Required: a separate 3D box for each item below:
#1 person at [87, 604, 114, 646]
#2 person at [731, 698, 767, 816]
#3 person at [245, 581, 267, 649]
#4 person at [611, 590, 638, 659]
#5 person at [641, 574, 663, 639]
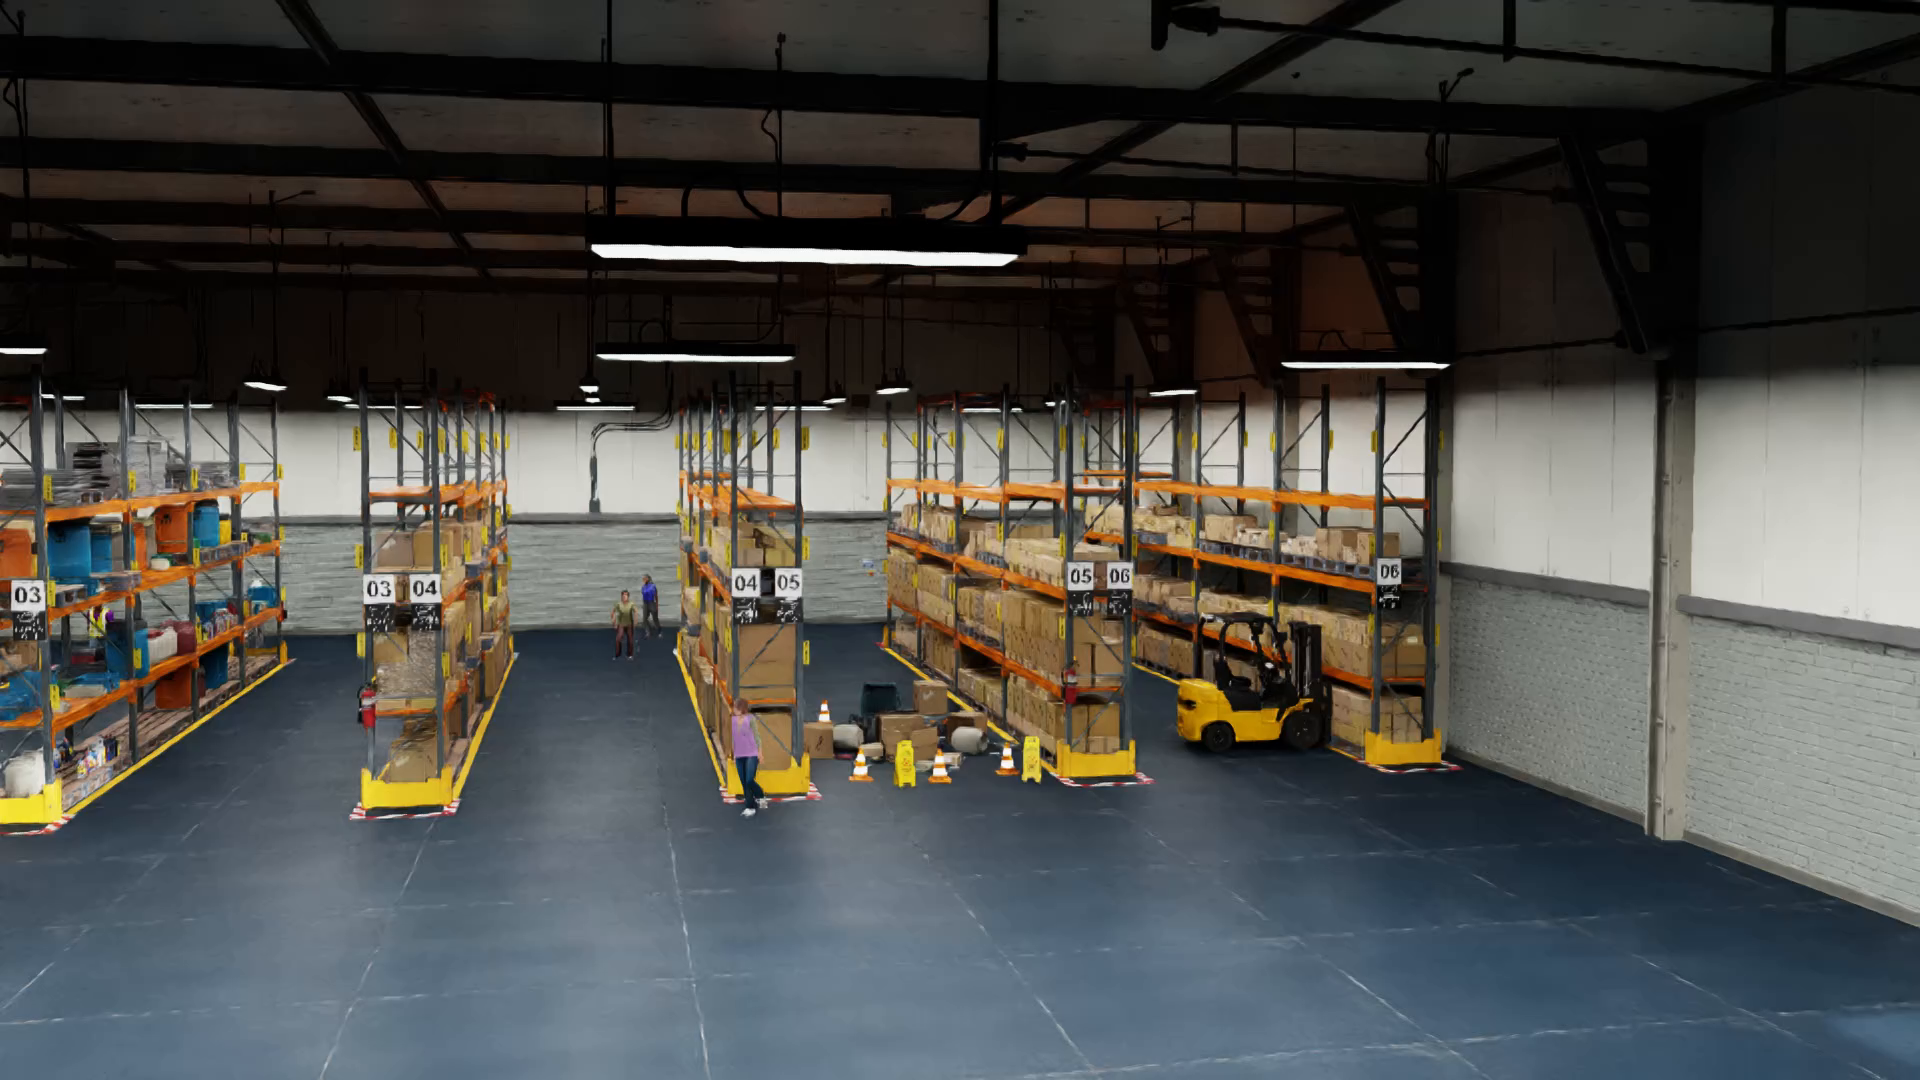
[{"bbox_3d":[-18.314,2.038,35.434,0.591,1.716,1.042,-1,3,-13],"label":"person"},{"bbox_3d":[-2.835,2.883,22.194,0.455,1.587,0.434,2,4,27],"label":"person"},{"bbox_3d":[-16.457,1.827,38.639,0.480,1.764,0.721,2,4,30],"label":"person"},{"bbox_3d":[-7.669,1.936,38.065,0.598,1.619,0.507,-1,4,-14],"label":"person"},{"bbox_3d":[-7.845,1.669,42.346,0.499,1.647,0.551,2,4,26],"label":"person"}]
